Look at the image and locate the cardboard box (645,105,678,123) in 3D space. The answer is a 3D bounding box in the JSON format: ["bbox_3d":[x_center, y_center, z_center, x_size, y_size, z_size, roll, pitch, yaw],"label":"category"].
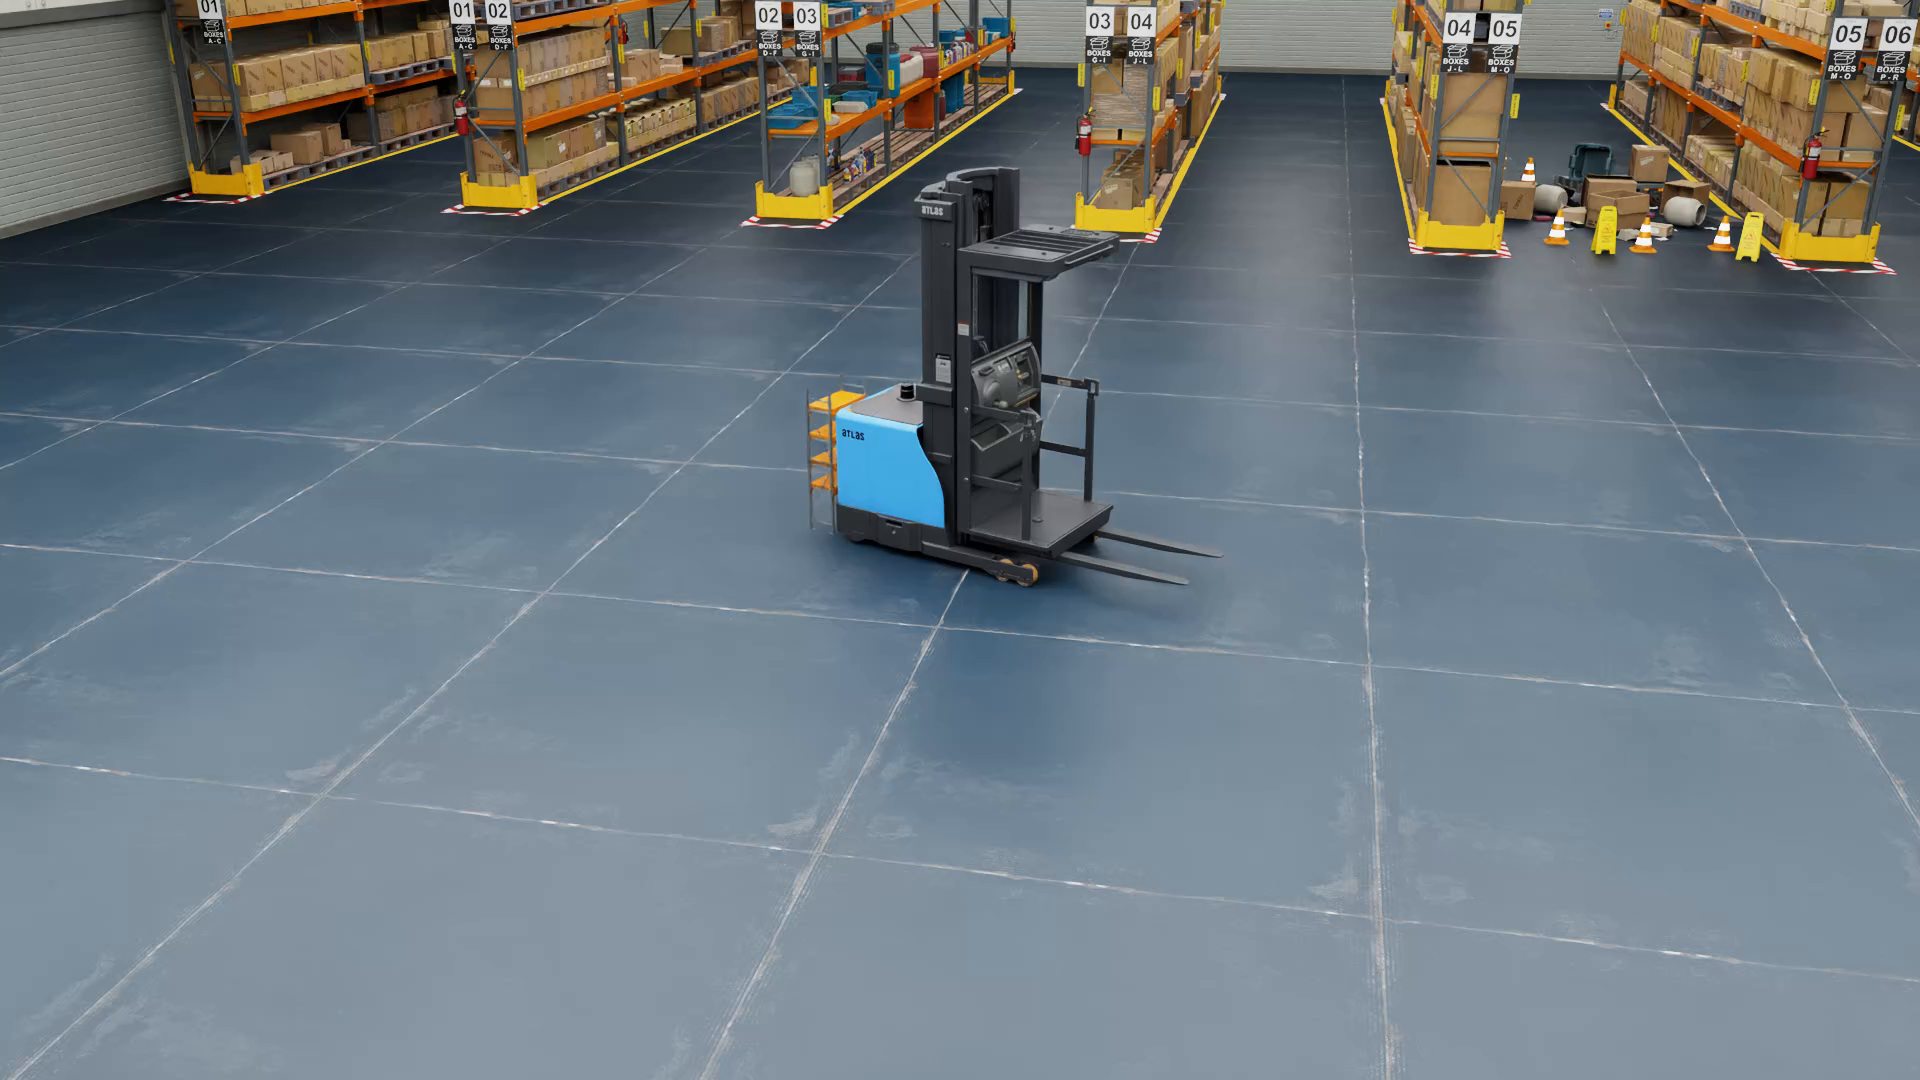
[{"bbox_3d":[-5.828,-8.312,32.374,0.500,0.311,0.500,4,22,11],"label":"cardboard box"}]

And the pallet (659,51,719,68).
[{"bbox_3d":[-5.687,-9.882,34.162,1.213,0.211,1.003,4,22,11],"label":"pallet"}]

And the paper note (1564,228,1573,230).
[{"bbox_3d":[9.117,-4.671,24.943,0.144,0.017,0.142,13,25,29],"label":"paper note"}]

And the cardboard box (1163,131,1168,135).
[{"bbox_3d":[3.387,-6.938,29.354,0.700,0.500,0.500,4,22,11],"label":"cardboard box"}]

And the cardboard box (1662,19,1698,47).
[{"bbox_3d":[14.011,-9.851,32.357,0.500,0.500,0.500,4,22,11],"label":"cardboard box"}]

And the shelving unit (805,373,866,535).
[{"bbox_3d":[-0.994,-0.700,13.516,0.258,1.200,0.503,13,25,28],"label":"shelving unit"}]

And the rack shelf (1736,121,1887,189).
[{"bbox_3d":[12.418,-5.677,24.429,1.077,0.370,4.000,4,22,11],"label":"rack shelf"}]

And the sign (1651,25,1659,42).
[{"bbox_3d":[13.915,-10.148,33.302,0.100,0.325,0.005,4,22,11],"label":"sign"}]

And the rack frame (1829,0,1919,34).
[{"bbox_3d":[12.010,-8.062,21.357,1.000,3.000,0.127,4,22,11],"label":"rack frame"}]

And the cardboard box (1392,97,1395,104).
[{"bbox_3d":[9.426,-9.358,35.460,0.380,0.149,0.250,4,22,9],"label":"cardboard box"}]

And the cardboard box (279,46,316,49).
[{"bbox_3d":[-11.832,-8.573,29.827,0.500,0.500,0.500,4,22,11],"label":"cardboard box"}]

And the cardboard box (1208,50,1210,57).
[{"bbox_3d":[5.143,-10.390,35.503,0.380,0.149,0.250,5,22,11],"label":"cardboard box"}]

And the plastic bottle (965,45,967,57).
[{"bbox_3d":[0.070,-10.441,35.461,0.152,0.276,0.135,4,22,11],"label":"plastic bottle"}]

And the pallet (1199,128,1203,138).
[{"bbox_3d":[4.427,-8.395,33.946,1.003,0.211,1.213,4,22,11],"label":"pallet"}]

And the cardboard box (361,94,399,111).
[{"bbox_3d":[-11.202,-8.455,32.116,0.500,0.250,0.500,4,22,10],"label":"cardboard box"}]

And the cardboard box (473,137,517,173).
[{"bbox_3d":[-7.571,-6.278,27.071,0.500,0.500,0.500,4,22,11],"label":"cardboard box"}]

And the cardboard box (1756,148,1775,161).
[{"bbox_3d":[12.202,-5.788,24.985,0.380,0.149,0.250,6,23,14],"label":"cardboard box"}]

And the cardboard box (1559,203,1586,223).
[{"bbox_3d":[9.412,-5.046,25.557,0.396,0.266,0.258,8,23,20],"label":"cardboard box"}]

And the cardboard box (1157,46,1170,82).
[{"bbox_3d":[2.993,-7.412,25.903,0.500,0.500,0.500,4,22,11],"label":"cardboard box"}]

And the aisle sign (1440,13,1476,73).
[{"bbox_3d":[6.835,-6.823,22.830,0.394,0.787,0.004,4,22,11],"label":"aisle sign"}]

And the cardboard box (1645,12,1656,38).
[{"bbox_3d":[14.396,-10.557,34.110,0.500,0.500,0.500,4,22,10],"label":"cardboard box"}]

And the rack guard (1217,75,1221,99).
[{"bbox_3d":[5.578,-10.736,39.372,1.175,0.500,0.348,4,22,11],"label":"rack guard"}]

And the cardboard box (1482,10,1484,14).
[{"bbox_3d":[7.785,-7.699,24.109,0.380,0.149,0.250,4,22,11],"label":"cardboard box"}]

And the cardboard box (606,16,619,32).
[{"bbox_3d":[-9.068,-12.971,41.175,0.980,0.700,0.700,5,23,13],"label":"cardboard box"}]

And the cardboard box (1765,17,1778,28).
[{"bbox_3d":[12.412,-7.831,25.134,0.380,0.149,0.250,4,22,11],"label":"cardboard box"}]

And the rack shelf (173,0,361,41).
[{"bbox_3d":[-11.831,-8.957,28.557,1.077,0.370,4.000,4,22,11],"label":"rack shelf"}]

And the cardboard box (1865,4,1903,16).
[{"bbox_3d":[12.282,-7.039,22.100,0.380,0.149,0.250,4,22,11],"label":"cardboard box"}]

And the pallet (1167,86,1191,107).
[{"bbox_3d":[3.423,-7.677,28.688,1.003,0.211,1.213,4,22,11],"label":"pallet"}]

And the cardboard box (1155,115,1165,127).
[{"bbox_3d":[3.001,-6.546,25.958,0.380,0.149,0.250,4,22,11],"label":"cardboard box"}]

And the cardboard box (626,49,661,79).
[{"bbox_3d":[-6.083,-9.149,31.951,0.500,0.500,0.500,3,22,8],"label":"cardboard box"}]

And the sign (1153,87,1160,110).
[{"bbox_3d":[2.840,-6.395,24.090,0.100,0.325,0.005,4,22,11],"label":"sign"}]

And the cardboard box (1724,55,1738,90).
[{"bbox_3d":[12.907,-7.678,27.339,0.500,0.500,0.500,5,23,13],"label":"cardboard box"}]

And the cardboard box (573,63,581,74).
[{"bbox_3d":[-6.679,-8.022,28.284,0.380,0.149,0.250,5,22,12],"label":"cardboard box"}]

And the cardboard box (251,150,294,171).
[{"bbox_3d":[-11.893,-6.579,28.716,0.500,0.311,0.500,6,23,15],"label":"cardboard box"}]

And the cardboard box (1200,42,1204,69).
[{"bbox_3d":[4.614,-9.723,33.378,0.500,0.500,0.500,5,22,11],"label":"cardboard box"}]

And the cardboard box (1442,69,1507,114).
[{"bbox_3d":[7.257,-6.323,23.423,0.875,0.550,0.550,4,22,11],"label":"cardboard box"}]

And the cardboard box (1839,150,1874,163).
[{"bbox_3d":[12.282,-5.272,22.794,0.380,0.149,0.250,5,22,11],"label":"cardboard box"}]

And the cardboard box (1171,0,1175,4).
[{"bbox_3d":[3.200,-8.572,26.304,0.380,0.149,0.250,4,22,9],"label":"cardboard box"}]

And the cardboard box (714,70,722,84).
[{"bbox_3d":[-5.481,-10.049,36.073,0.500,0.250,0.500,5,22,11],"label":"cardboard box"}]

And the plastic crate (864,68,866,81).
[{"bbox_3d":[-1.804,-8.295,29.987,0.392,0.384,0.575,4,22,11],"label":"plastic crate"}]

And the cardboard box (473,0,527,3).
[{"bbox_3d":[-7.267,-8.701,26.069,0.797,0.503,0.637,6,23,15],"label":"cardboard box"}]

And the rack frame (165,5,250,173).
[{"bbox_3d":[-12.239,-7.168,27.167,1.000,3.000,0.127,4,22,11],"label":"rack frame"}]

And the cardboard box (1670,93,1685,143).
[{"bbox_3d":[14.051,-7.987,31.482,0.875,0.875,0.875,5,22,12],"label":"cardboard box"}]

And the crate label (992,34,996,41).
[{"bbox_3d":[0.629,-11.649,38.566,0.396,0.136,0.243,4,22,11],"label":"crate label"}]

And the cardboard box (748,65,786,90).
[{"bbox_3d":[-4.562,-10.914,39.220,0.797,0.503,0.637,4,22,11],"label":"cardboard box"}]

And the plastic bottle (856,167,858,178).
[{"bbox_3d":[-1.755,-6.156,27.811,0.097,0.201,0.097,0,22,0],"label":"plastic bottle"}]

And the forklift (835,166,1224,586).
[{"bbox_3d":[0.529,-1.236,12.531,3.031,2.935,1.130,13,25,29],"label":"forklift"}]

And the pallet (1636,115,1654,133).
[{"bbox_3d":[14.690,-8.647,34.572,1.003,0.211,1.213,4,22,11],"label":"pallet"}]

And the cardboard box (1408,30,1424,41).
[{"bbox_3d":[9.414,-10.391,34.639,0.500,0.500,0.500,4,22,11],"label":"cardboard box"}]

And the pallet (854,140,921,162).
[{"bbox_3d":[-1.355,-7.320,31.276,1.003,0.211,1.213,4,22,11],"label":"pallet"}]

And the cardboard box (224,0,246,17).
[{"bbox_3d":[-11.926,-8.718,26.840,0.500,0.500,0.500,5,22,12],"label":"cardboard box"}]

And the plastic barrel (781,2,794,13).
[{"bbox_3d":[-2.566,-8.385,25.038,0.600,0.830,0.708,4,22,11],"label":"plastic barrel"}]

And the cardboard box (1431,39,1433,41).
[{"bbox_3d":[8.366,-8.333,28.587,0.700,0.500,0.500,4,22,10],"label":"cardboard box"}]
